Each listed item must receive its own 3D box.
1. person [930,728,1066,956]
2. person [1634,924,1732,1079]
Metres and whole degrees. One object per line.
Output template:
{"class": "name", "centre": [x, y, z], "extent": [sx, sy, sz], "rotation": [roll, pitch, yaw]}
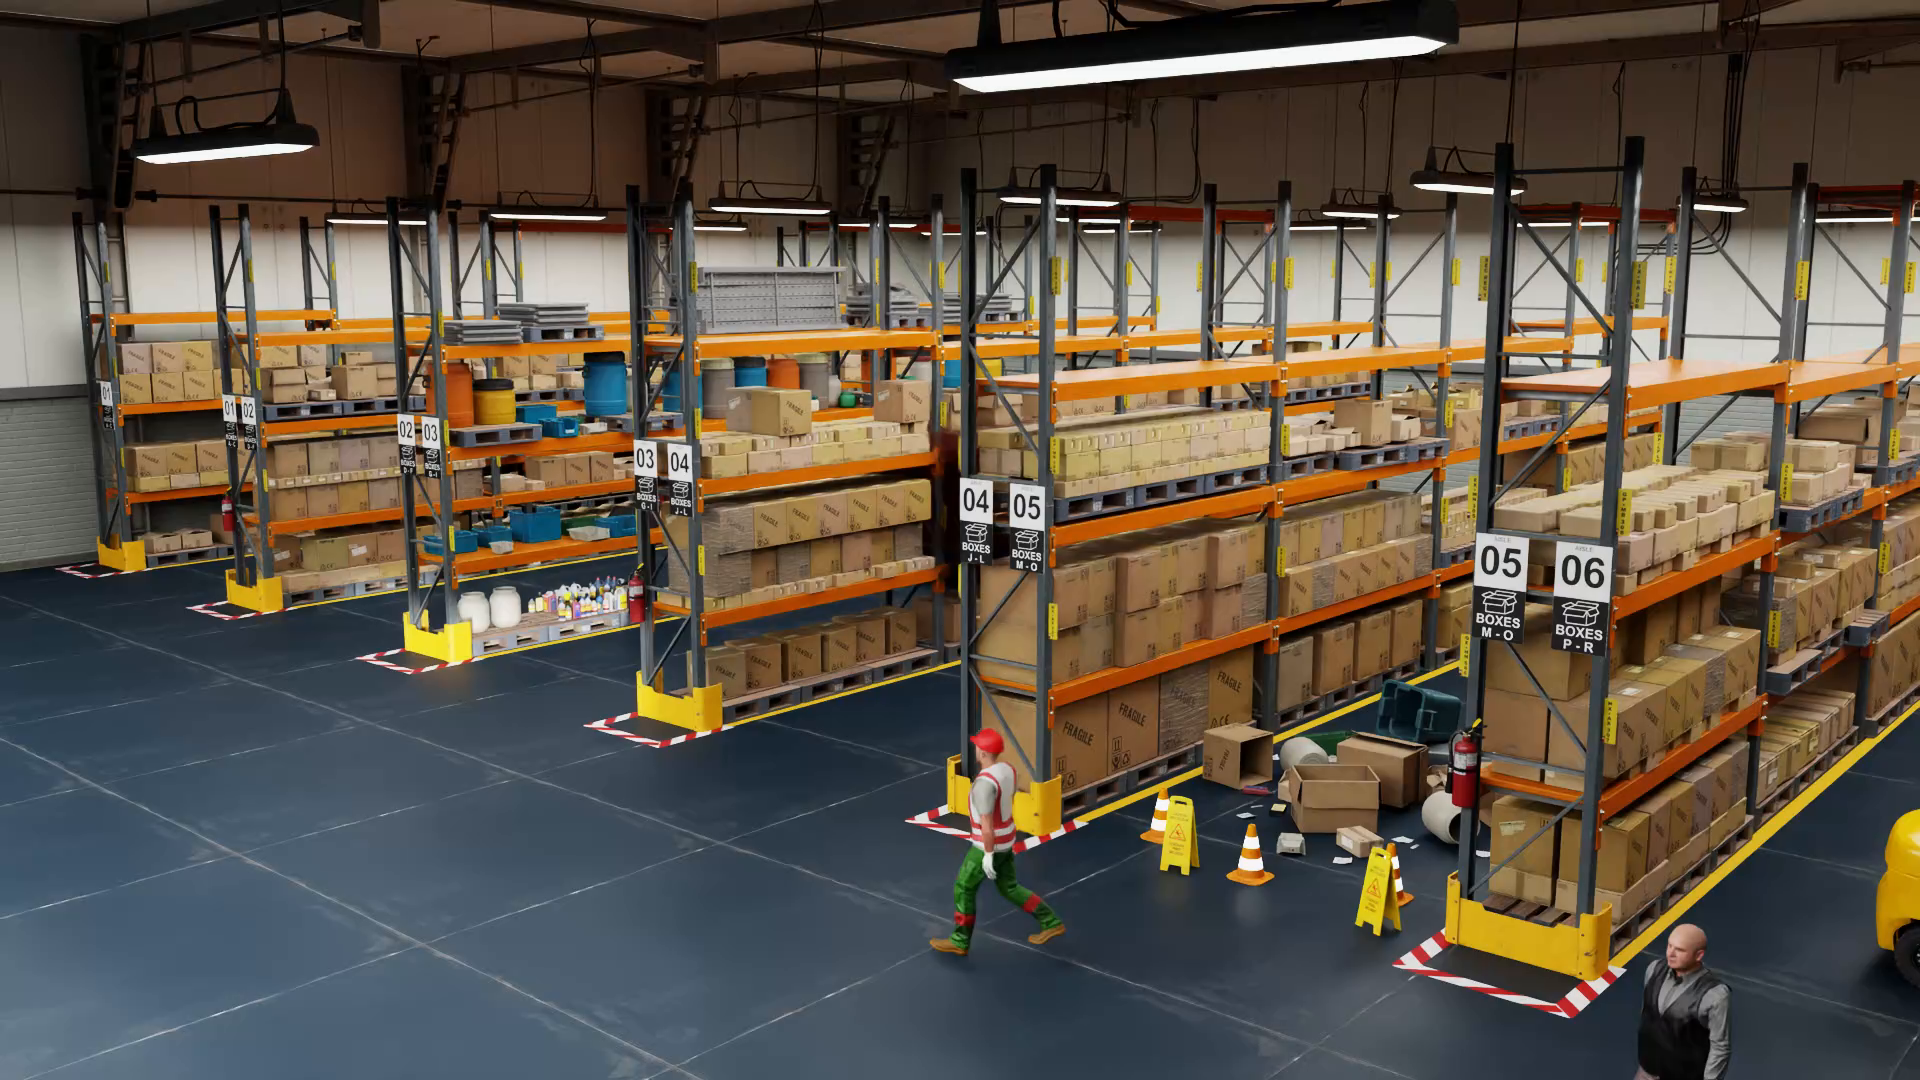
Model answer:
{"class": "person", "centre": [0.279, 2.264, 12.383], "extent": [1.019, 1.753, 0.553], "rotation": [2, 10, 13]}
{"class": "person", "centre": [3.813, 2.895, 8.848], "extent": [0.548, 1.780, 0.585], "rotation": [-5, 11, -29]}
